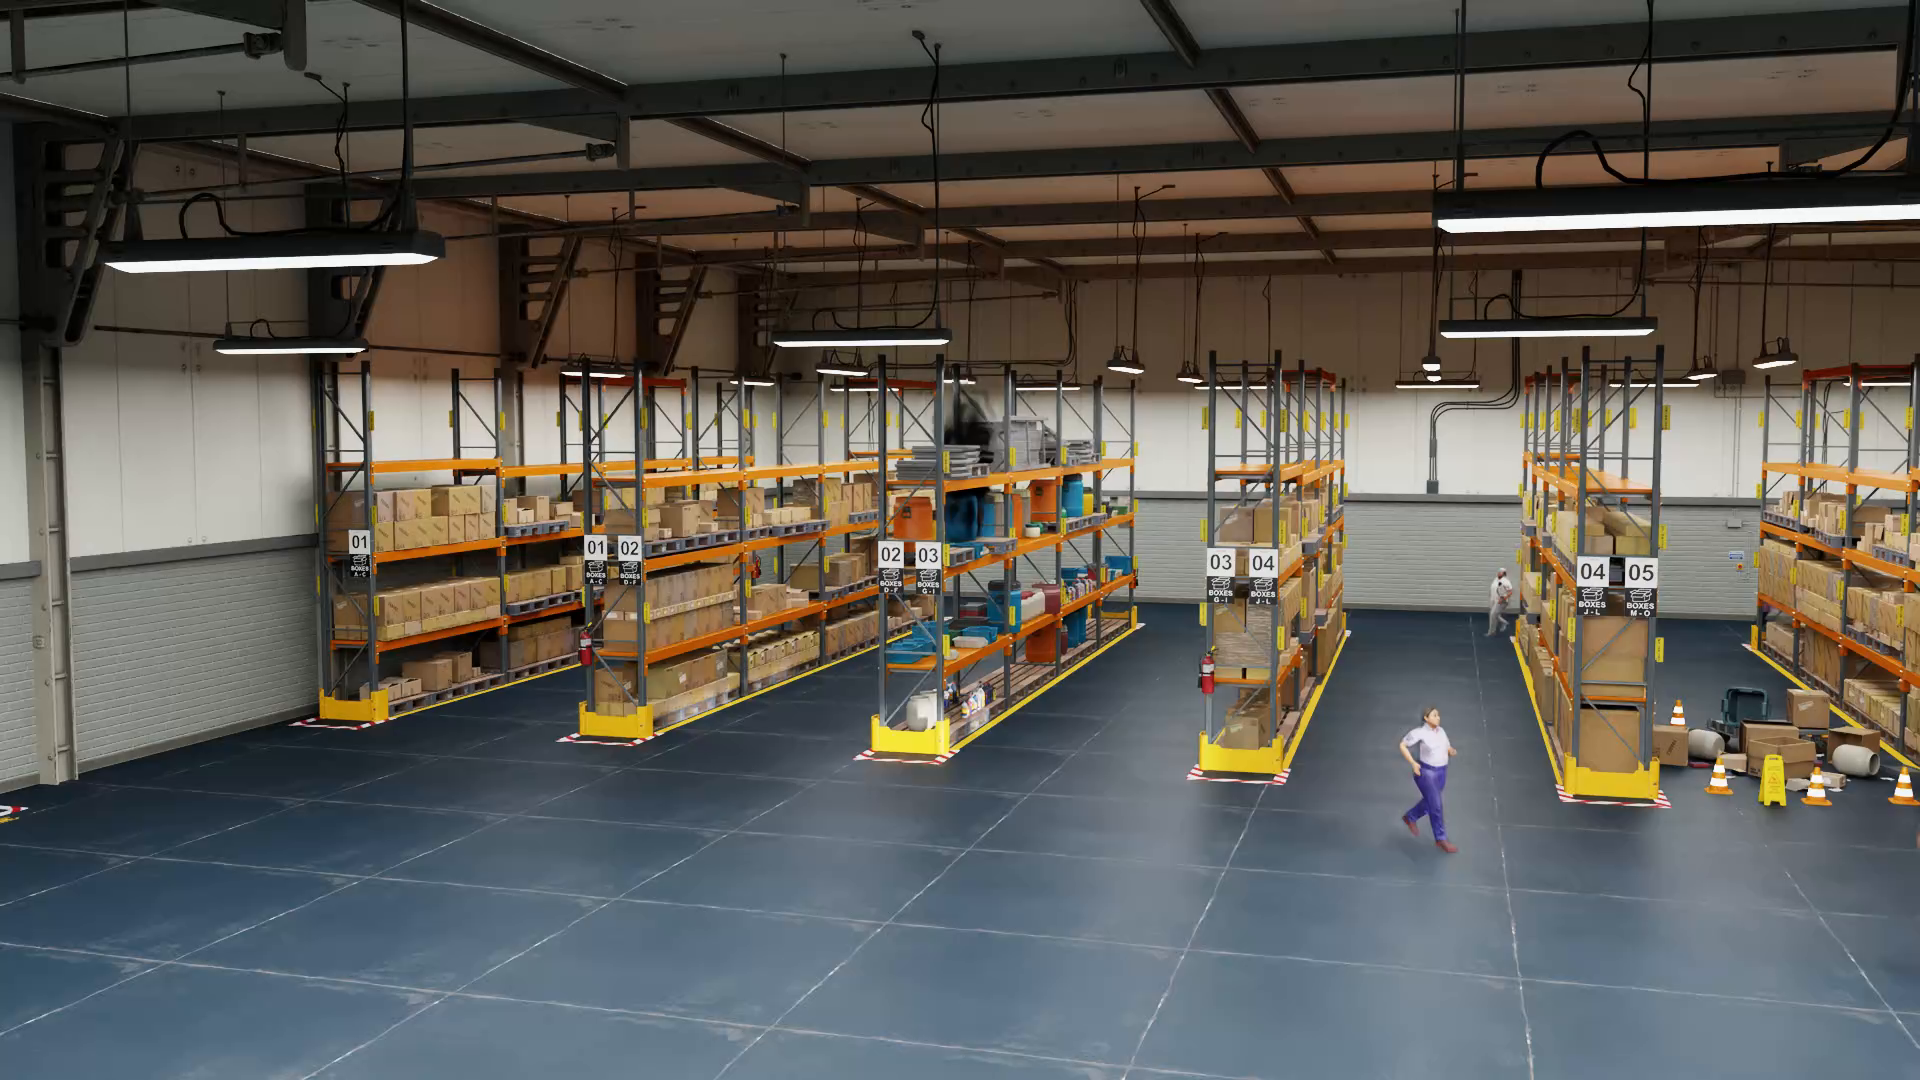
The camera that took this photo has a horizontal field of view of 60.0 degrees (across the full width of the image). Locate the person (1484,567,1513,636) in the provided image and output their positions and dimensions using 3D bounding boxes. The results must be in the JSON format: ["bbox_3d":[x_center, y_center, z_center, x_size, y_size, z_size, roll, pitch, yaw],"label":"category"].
[{"bbox_3d":[12.598,1.439,38.650,0.690,1.635,0.650,-1,4,-17],"label":"person"}]

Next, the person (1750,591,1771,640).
[{"bbox_3d":[18.269,1.562,37.632,0.645,1.519,0.598,2,4,22],"label":"person"}]

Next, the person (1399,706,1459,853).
[{"bbox_3d":[5.537,2.764,19.548,0.607,1.629,0.913,-3,5,-35],"label":"person"}]
